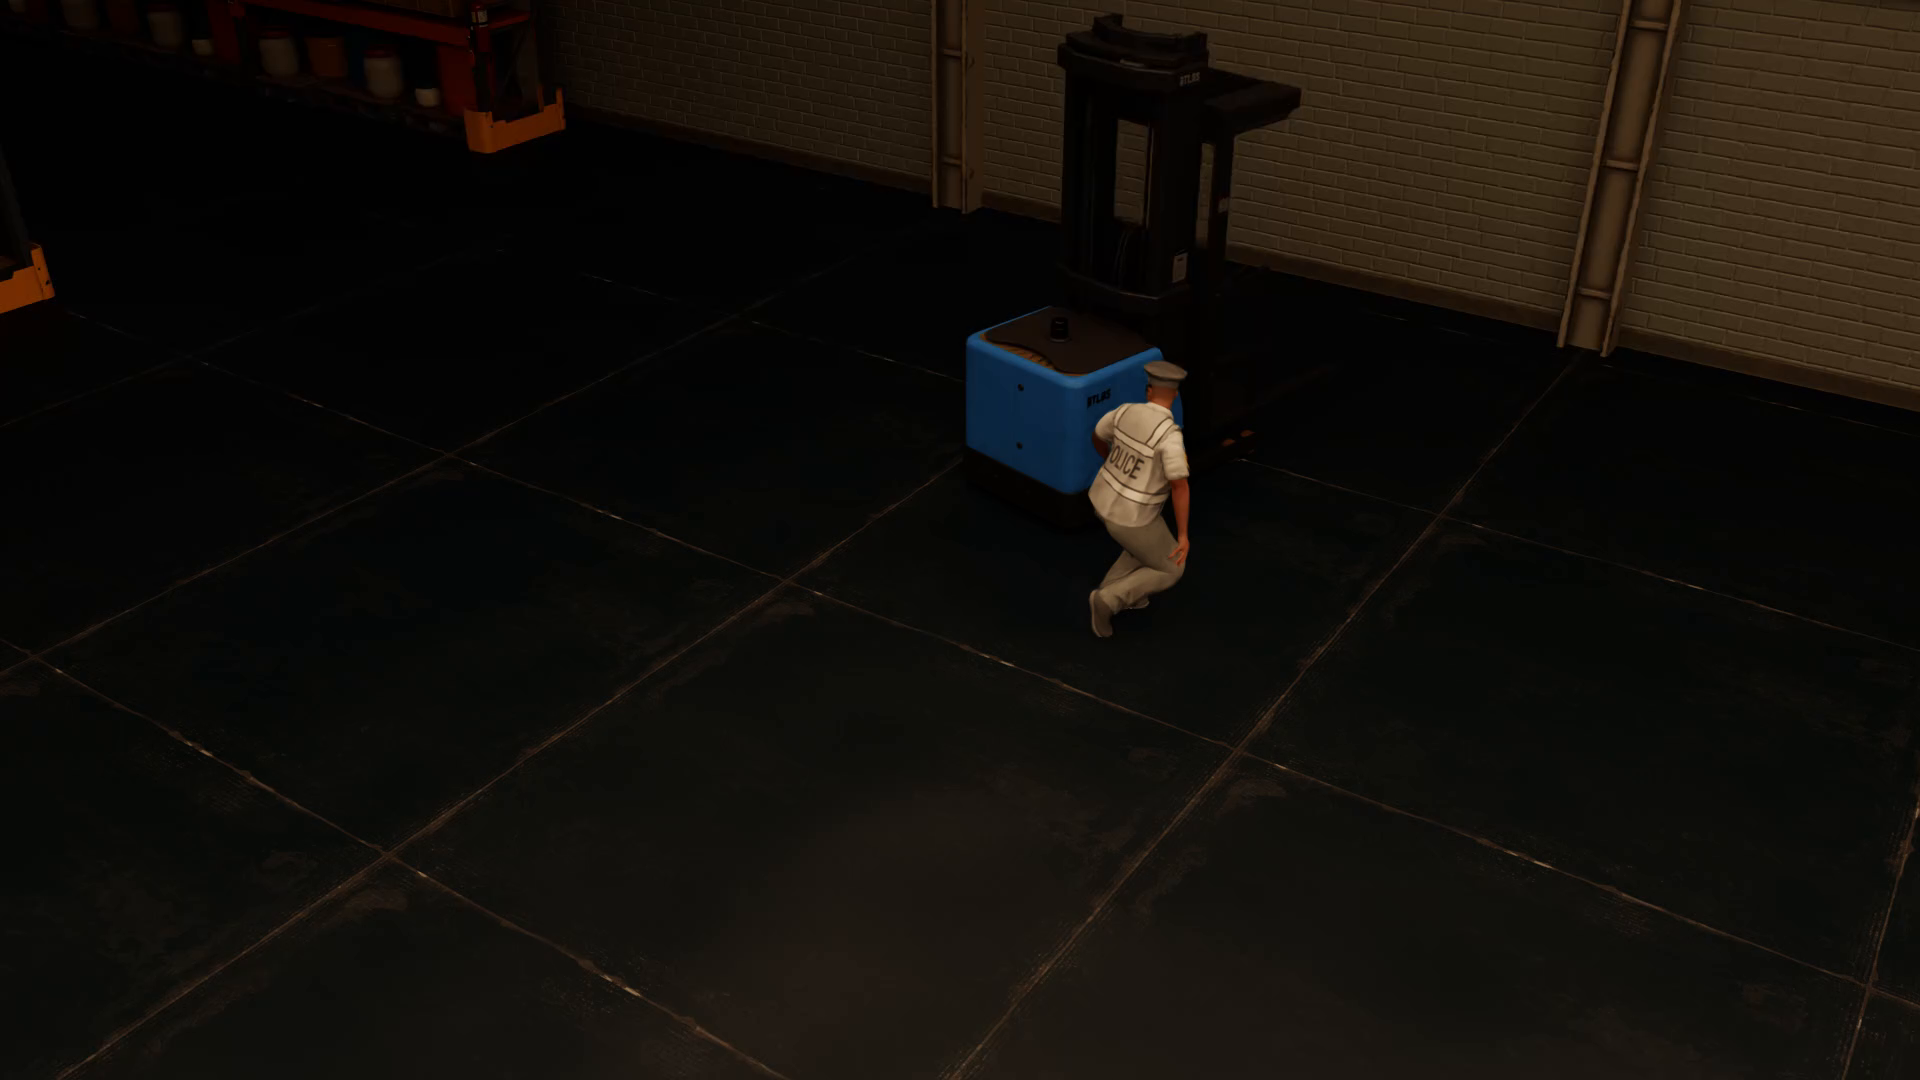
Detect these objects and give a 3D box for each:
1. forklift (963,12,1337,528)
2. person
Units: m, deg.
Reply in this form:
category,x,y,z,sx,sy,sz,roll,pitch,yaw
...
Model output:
category,x,y,z,sx,sy,sz,roll,pitch,yaw
forklift,1.446,-1.968,10.970,3.031,2.935,1.130,-25,38,-36
person,0.992,-0.189,9.331,0.610,1.578,0.921,-11,32,-18
